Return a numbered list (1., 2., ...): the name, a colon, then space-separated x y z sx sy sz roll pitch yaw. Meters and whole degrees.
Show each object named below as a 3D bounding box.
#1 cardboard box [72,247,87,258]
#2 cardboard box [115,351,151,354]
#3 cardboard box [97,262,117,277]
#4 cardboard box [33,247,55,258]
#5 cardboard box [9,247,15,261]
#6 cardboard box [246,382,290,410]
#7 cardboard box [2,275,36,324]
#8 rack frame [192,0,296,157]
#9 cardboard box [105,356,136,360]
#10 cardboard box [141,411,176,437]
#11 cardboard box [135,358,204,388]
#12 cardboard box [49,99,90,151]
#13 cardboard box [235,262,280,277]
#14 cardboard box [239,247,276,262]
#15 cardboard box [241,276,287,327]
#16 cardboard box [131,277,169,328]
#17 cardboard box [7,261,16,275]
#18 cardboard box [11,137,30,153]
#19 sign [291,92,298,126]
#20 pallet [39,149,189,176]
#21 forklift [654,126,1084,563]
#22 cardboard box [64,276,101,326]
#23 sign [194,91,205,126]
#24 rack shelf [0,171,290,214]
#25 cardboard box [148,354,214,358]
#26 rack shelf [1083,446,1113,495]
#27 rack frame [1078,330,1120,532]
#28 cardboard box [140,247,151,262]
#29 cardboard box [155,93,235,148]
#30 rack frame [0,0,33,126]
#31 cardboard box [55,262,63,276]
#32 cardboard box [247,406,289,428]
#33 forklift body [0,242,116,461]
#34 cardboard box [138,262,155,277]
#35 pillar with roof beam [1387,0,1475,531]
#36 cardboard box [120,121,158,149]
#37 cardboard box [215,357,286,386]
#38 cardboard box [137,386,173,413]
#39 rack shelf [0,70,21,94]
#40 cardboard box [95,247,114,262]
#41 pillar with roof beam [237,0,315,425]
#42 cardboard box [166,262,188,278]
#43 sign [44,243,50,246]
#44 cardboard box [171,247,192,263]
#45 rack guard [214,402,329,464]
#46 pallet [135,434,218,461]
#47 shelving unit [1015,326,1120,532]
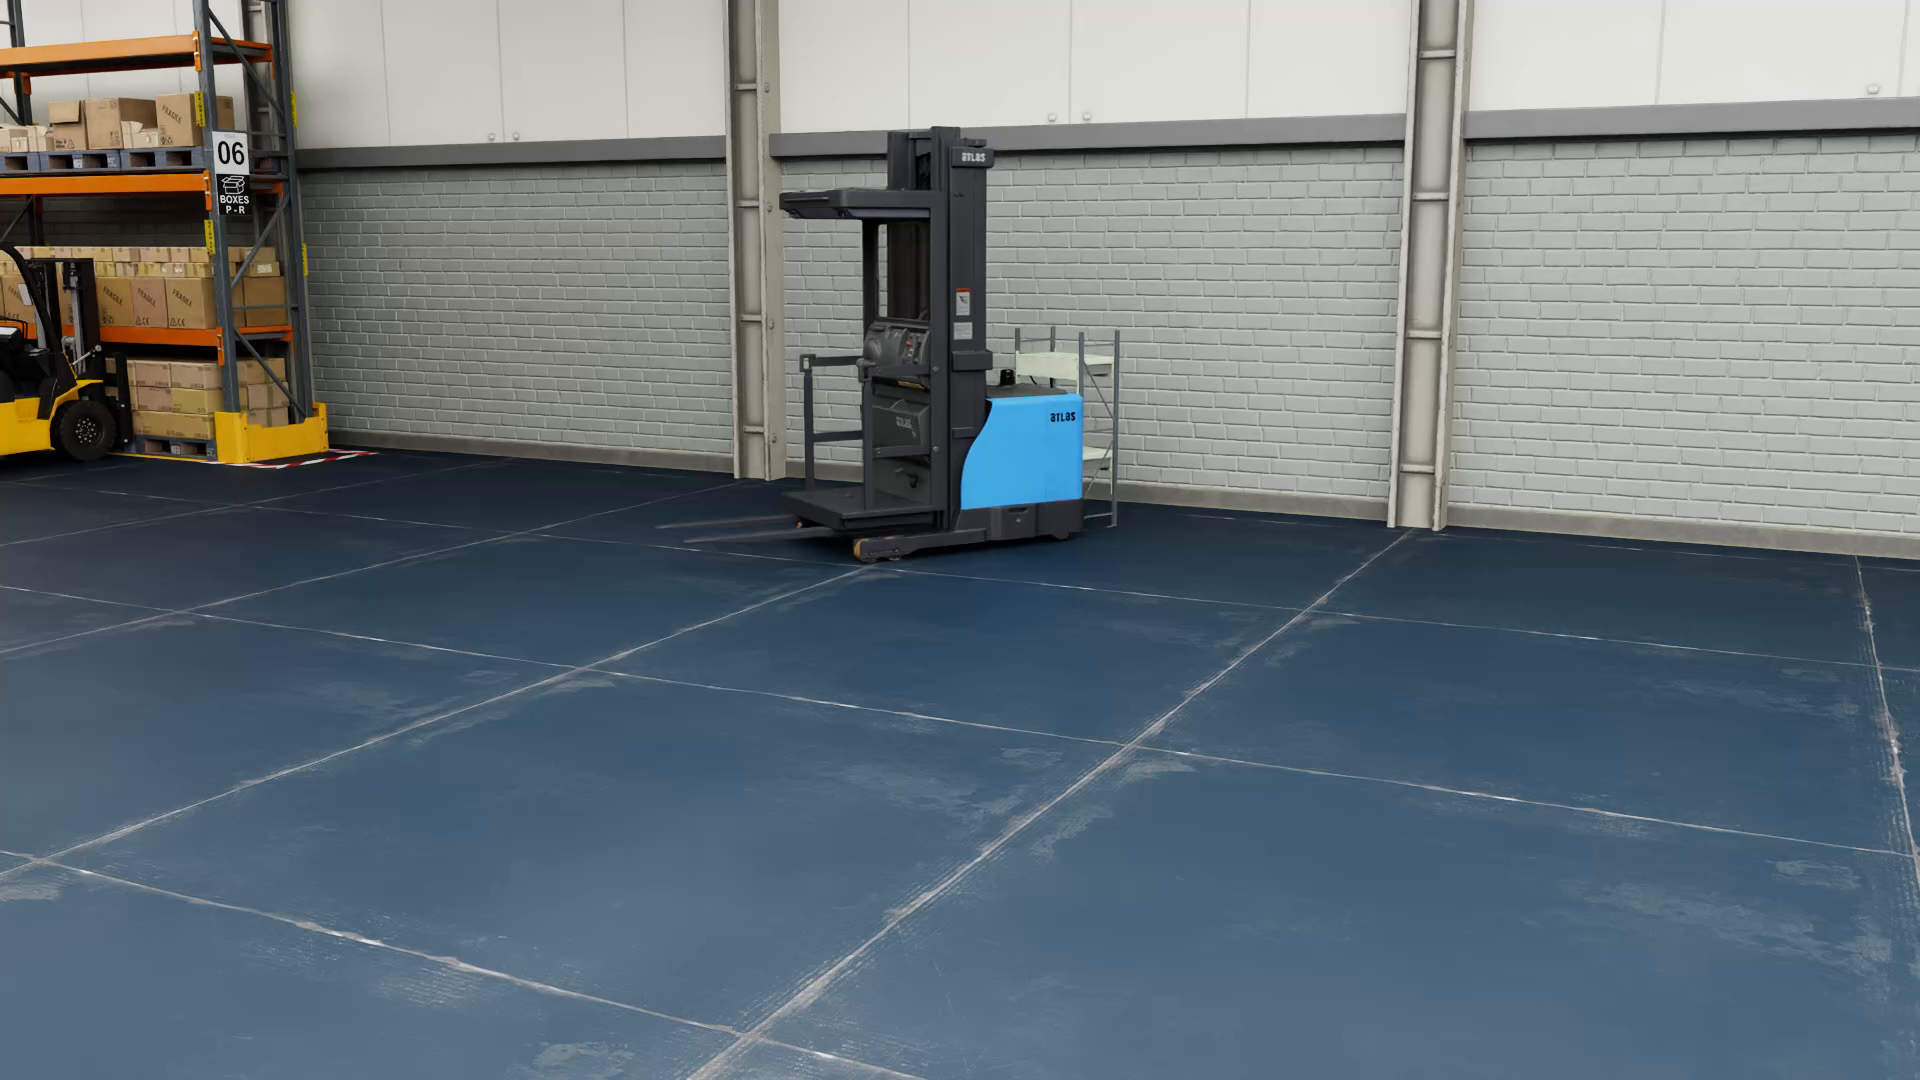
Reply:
1. cardboard box: -9.018 -2.985 17.362 0.250 0.149 0.380 5 11 26
2. cardboard box: -9.159 -1.906 18.075 0.500 0.250 0.500 5 11 26
3. cardboard box: -8.603 -2.781 17.072 0.250 0.149 0.380 5 11 26
4. cardboard box: -9.502 -3.013 17.517 0.250 0.149 0.380 5 11 25
5. cardboard box: -9.932 -3.066 17.809 0.250 0.149 0.380 5 11 25
6. cardboard box: -7.337 -1.503 17.249 0.500 0.250 0.500 5 12 27
7. cardboard box: -9.837 -2.582 17.795 0.500 0.500 0.500 5 12 27
8. rack frame: -7.007 -5.285 16.164 0.127 3.000 1.000 5 11 26
9. cardboard box: -8.926 -1.784 17.397 0.500 0.250 0.500 5 11 25
10. cardboard box: -8.010 -1.214 17.056 0.500 0.250 0.500 5 11 26
11. cardboard box: -8.018 -1.704 16.959 0.500 0.250 0.500 5 12 27
12. cardboard box: -8.894 -4.261 17.176 0.637 0.503 0.797 5 12 28
13. cardboard box: -7.196 -2.770 17.008 0.250 0.149 0.380 5 11 24
14. cardboard box: -7.214 -2.908 16.940 0.250 0.149 0.380 5 11 25
15. cardboard box: -7.328 -2.466 17.150 0.500 0.500 0.500 5 12 28
16. cardboard box: -8.026 -2.421 16.906 0.500 0.500 0.500 5 12 28
17. cardboard box: -9.946 -2.913 17.802 0.250 0.149 0.380 5 11 26
18. cardboard box: -9.637 -4.112 17.351 0.250 0.149 0.380 5 12 28
19. sign: -6.756 -4.366 16.833 0.005 0.325 0.100 5 11 26
20. pallet: -8.728 -3.921 17.300 1.213 0.211 1.003 5 11 26
21. forklift: -0.630 -1.391 11.688 3.031 2.935 1.130 -6 12 -28
22. cardboard box: -8.941 -2.500 17.338 0.500 0.500 0.500 5 11 26
23. sign: -7.260 -4.120 15.887 0.005 0.325 0.100 5 11 26
24. rack shelf: -8.801 -3.613 17.366 4.000 0.370 1.077 5 11 26
25. cardboard box: -8.248 -1.827 17.635 0.500 0.250 0.500 5 11 25
26. rack shelf: 0.816 -0.554 12.909 0.431 0.370 0.720 -8 13 -38
27. rack frame: 1.044 -0.823 12.568 0.400 1.500 0.023 -8 13 -38
28. cardboard box: -8.093 -2.905 16.919 0.250 0.149 0.380 5 11 26
29. cardboard box: -7.512 -4.110 16.354 0.500 0.500 0.500 5 12 28
30. rack frame: -10.594 -5.600 17.906 0.127 3.000 1.000 5 11 26
31. cardboard box: -9.290 -2.844 17.420 0.250 0.149 0.380 5 11 24
32. cardboard box: -7.361 -1.257 17.292 0.500 0.250 0.500 5 11 26
33. forklift body: -9.515 -1.773 15.990 1.214 2.155 2.313 5 11 26
34. cardboard box: -8.107 -2.751 16.905 0.250 0.149 0.380 5 11 25
35. pillar with roof beam: 1.624 -3.851 8.239 0.400 9.000 9.100 5 11 26
36. cardboard box: -8.112 -4.036 16.600 0.258 0.266 0.396 5 11 26
37. cardboard box: -7.354 -1.747 17.193 0.500 0.250 0.500 5 11 25
38. cardboard box: -8.027 -1.462 17.025 0.500 0.250 0.500 5 11 25
39. rack shelf: -12.388 -5.207 18.876 4.000 0.370 1.077 5 11 26
40. cardboard box: -8.610 -2.927 17.042 0.250 0.149 0.380 5 12 27
41. pillar with roof beam: -9.137 -4.796 13.464 0.400 9.000 9.100 5 11 26
42. cardboard box: -7.684 -2.699 16.620 0.250 0.149 0.380 5 12 27
43. sign: -10.350 -3.202 18.846 0.005 0.325 0.100 5 11 26
44. cardboard box: -7.656 -2.857 16.655 0.250 0.149 0.380 5 11 26
45. rack guard: -6.985 -1.101 16.911 0.348 0.500 1.175 5 11 26
46. pallet: -7.711 -1.015 17.243 1.213 0.211 1.003 5 11 26
47. shelving unit: 0.816 -0.874 12.851 0.431 1.500 0.755 -8 13 -38
